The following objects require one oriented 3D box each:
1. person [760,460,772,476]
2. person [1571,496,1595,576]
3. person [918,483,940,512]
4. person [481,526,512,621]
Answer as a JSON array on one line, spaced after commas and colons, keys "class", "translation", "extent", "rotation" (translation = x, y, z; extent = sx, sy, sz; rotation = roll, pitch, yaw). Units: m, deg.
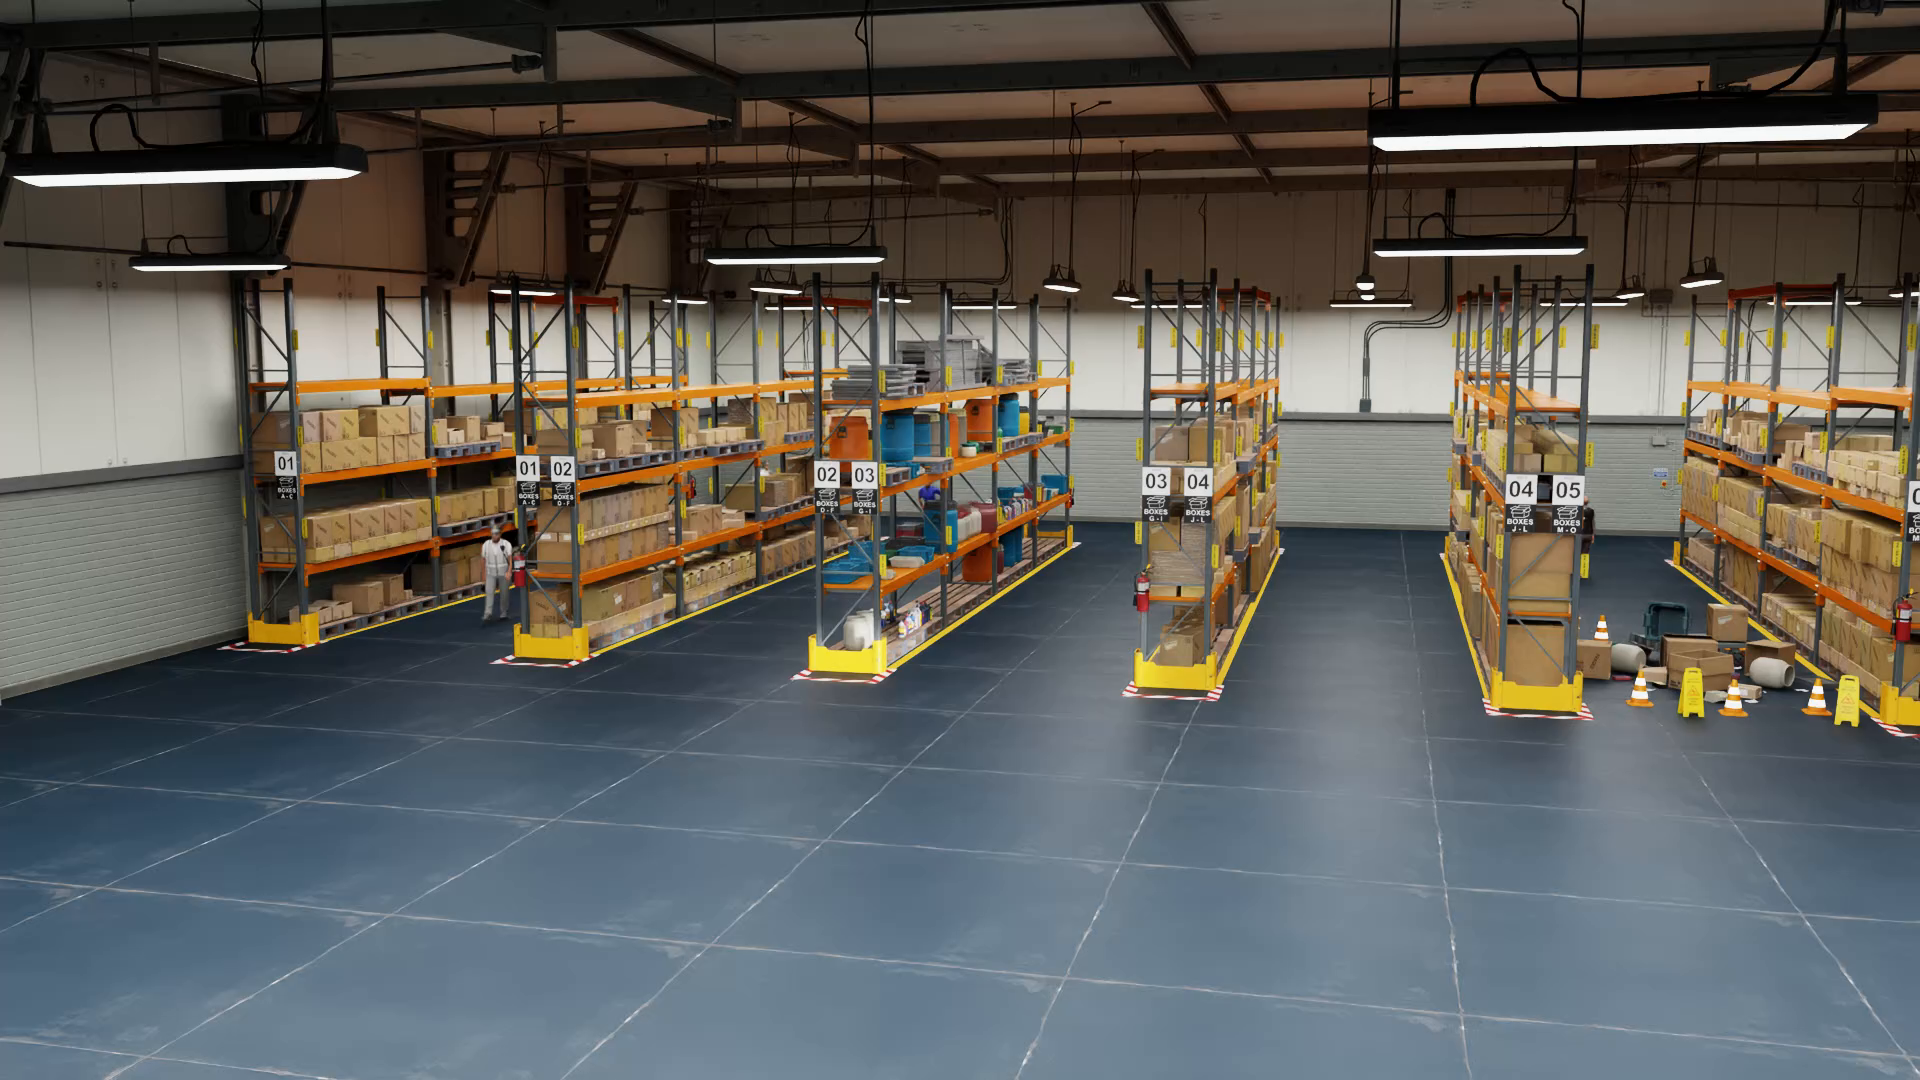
[{"class": "person", "translation": [-5.460, -1.444, 46.923], "extent": [1.028, 1.632, 0.472], "rotation": [3, 8, 24]}, {"class": "person", "translation": [13.210, -0.074, 35.248], "extent": [0.574, 1.722, 0.457], "rotation": [-2, 7, -19]}, {"class": "person", "translation": [-0.739, -0.807, 42.032], "extent": [0.578, 1.564, 0.733], "rotation": [3, 7, 24]}, {"class": "person", "translation": [-8.239, 0.588, 29.570], "extent": [0.569, 1.707, 1.080], "rotation": [-2, 7, -15]}]
